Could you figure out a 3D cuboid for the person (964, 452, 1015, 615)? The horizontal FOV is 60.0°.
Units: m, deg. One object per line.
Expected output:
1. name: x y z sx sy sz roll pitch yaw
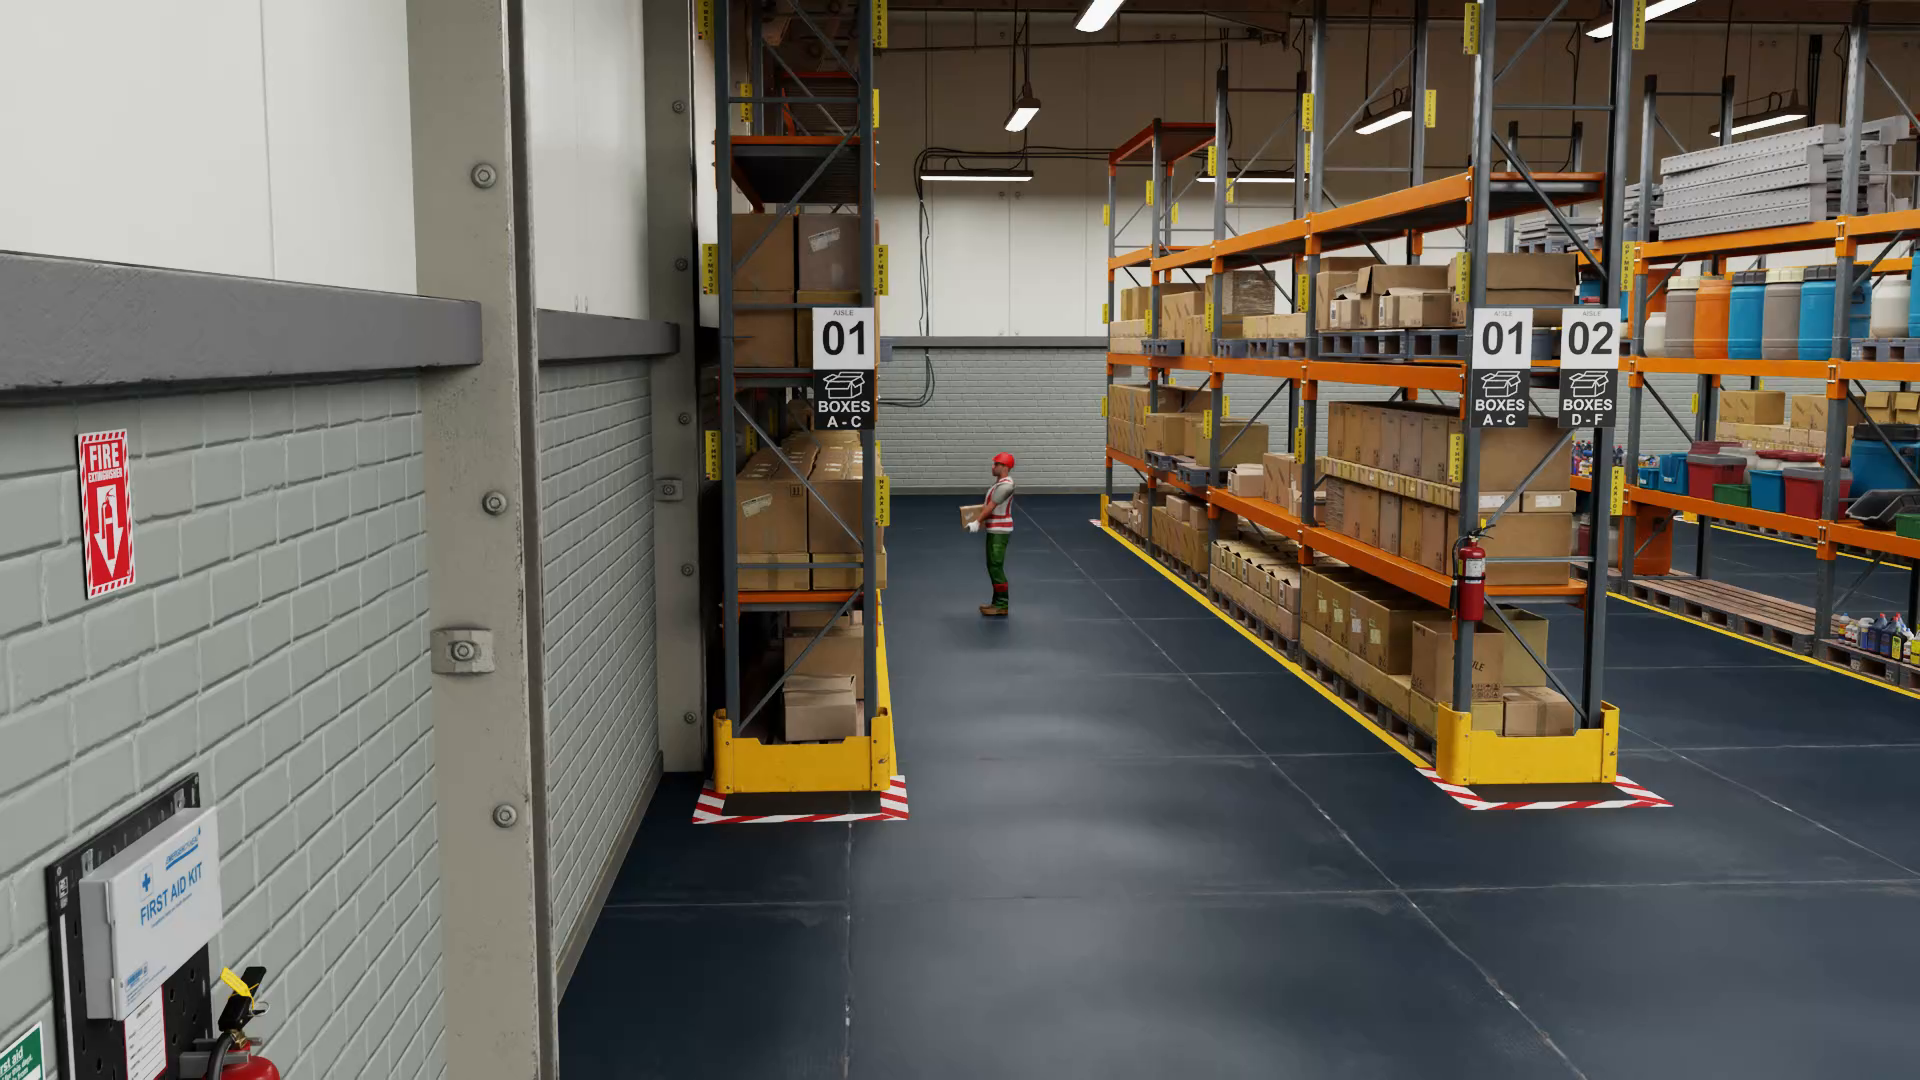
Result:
1. person: 0.319 -0.075 18.295 0.560 1.782 0.494 0 7 -3
